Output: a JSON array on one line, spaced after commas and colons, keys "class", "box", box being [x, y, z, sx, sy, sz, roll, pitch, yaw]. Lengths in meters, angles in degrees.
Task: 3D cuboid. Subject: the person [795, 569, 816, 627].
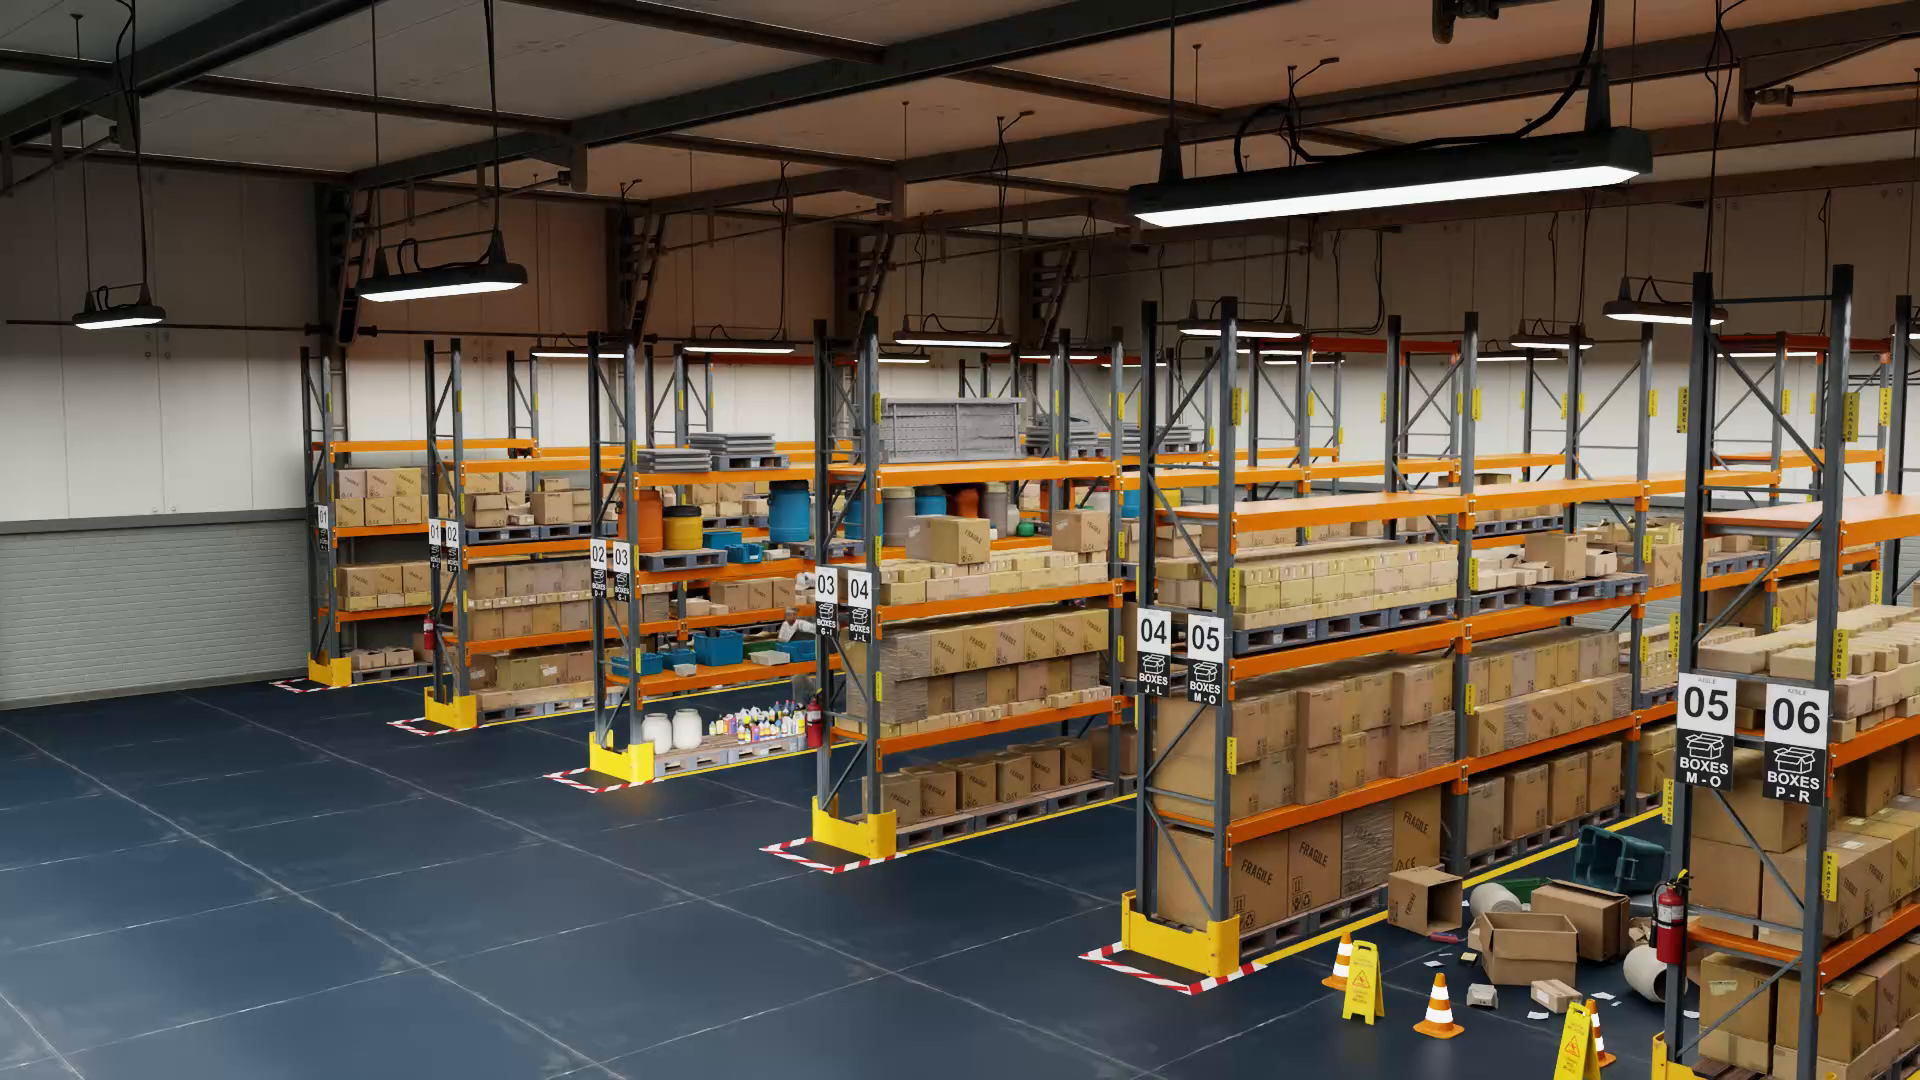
[{"class": "person", "box": [-3.223, 1.270, 34.752, 0.556, 1.738, 0.812, 5, 7, 43]}]

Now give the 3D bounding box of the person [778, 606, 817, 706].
[{"class": "person", "box": [-2.603, 1.918, 27.126, 0.667, 1.756, 0.998, 4, 6, 39]}]
